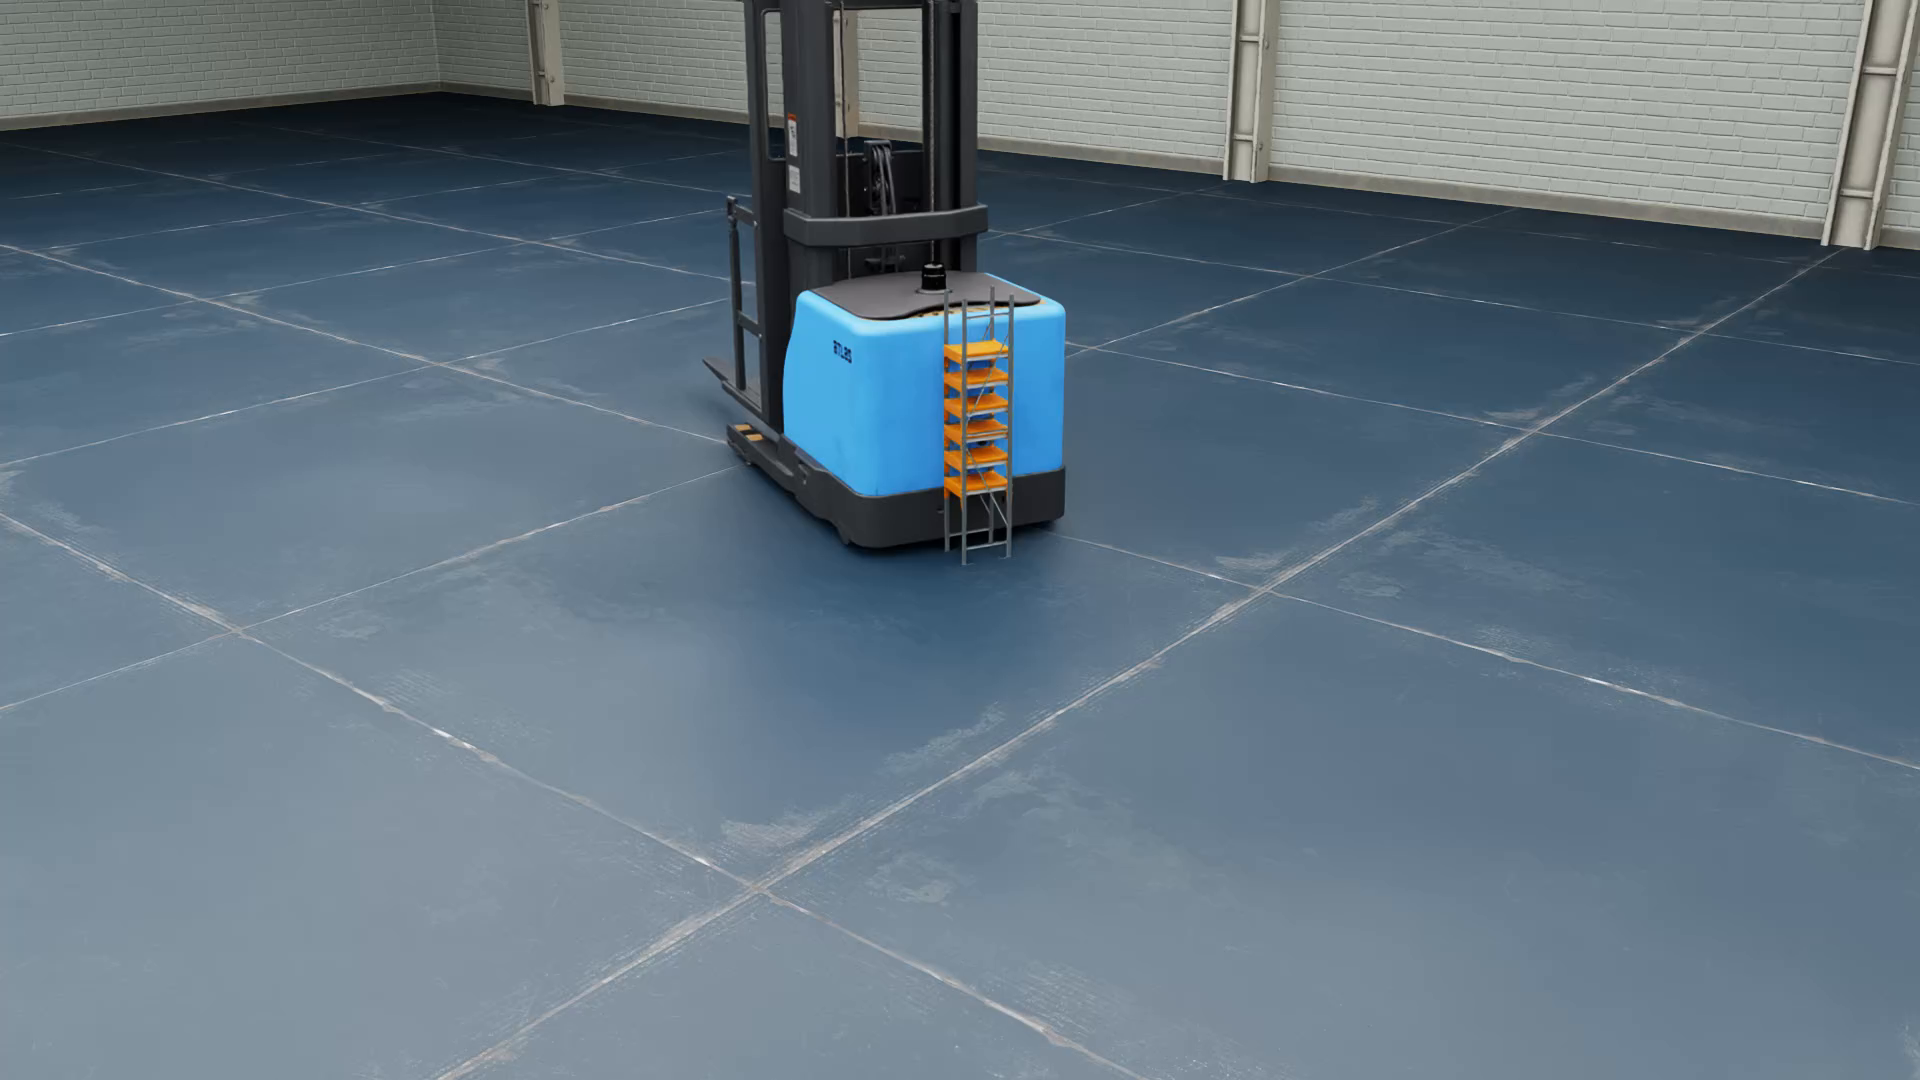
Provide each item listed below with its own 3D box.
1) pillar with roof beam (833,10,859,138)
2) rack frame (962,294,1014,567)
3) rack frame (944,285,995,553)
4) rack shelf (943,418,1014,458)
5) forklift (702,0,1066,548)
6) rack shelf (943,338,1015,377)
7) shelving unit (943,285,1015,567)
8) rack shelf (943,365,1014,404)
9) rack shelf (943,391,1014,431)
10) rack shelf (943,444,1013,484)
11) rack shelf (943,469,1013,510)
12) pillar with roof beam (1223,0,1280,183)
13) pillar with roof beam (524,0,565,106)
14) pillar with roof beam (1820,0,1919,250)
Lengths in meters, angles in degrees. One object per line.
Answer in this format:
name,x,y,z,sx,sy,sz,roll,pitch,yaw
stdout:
pillar with roof beam,-4.273,-8.280,16.871,0.400,9.000,9.100,16,26,36
rack frame,0.118,-0.461,7.191,0.240,1.200,0.006,-9,23,-23
rack frame,0.041,-0.520,7.346,0.240,1.200,0.006,-9,23,-23
rack shelf,0.080,-0.449,7.285,0.258,0.103,0.180,-9,23,-23
forklift,-0.591,-1.818,8.336,1.130,2.935,3.031,-9,23,-23
rack shelf,0.080,-0.786,7.158,0.258,0.103,0.180,-9,23,-23
shelving unit,0.080,-0.491,7.269,0.258,1.200,0.189,-9,23,-23
rack shelf,0.080,-0.674,7.200,0.258,0.103,0.180,-9,23,-23
rack shelf,0.080,-0.561,7.242,0.258,0.103,0.180,-9,23,-23
rack shelf,0.080,-0.337,7.327,0.258,0.103,0.180,-9,23,-23
rack shelf,0.080,-0.225,7.369,0.258,0.103,0.180,-9,23,-23
pillar with roof beam,0.375,-6.941,13.321,0.400,9.000,9.100,16,26,36
pillar with roof beam,-8.922,-9.618,20.421,0.400,9.000,9.100,16,26,36
pillar with roof beam,5.024,-5.603,9.772,0.400,9.000,9.100,16,26,36
